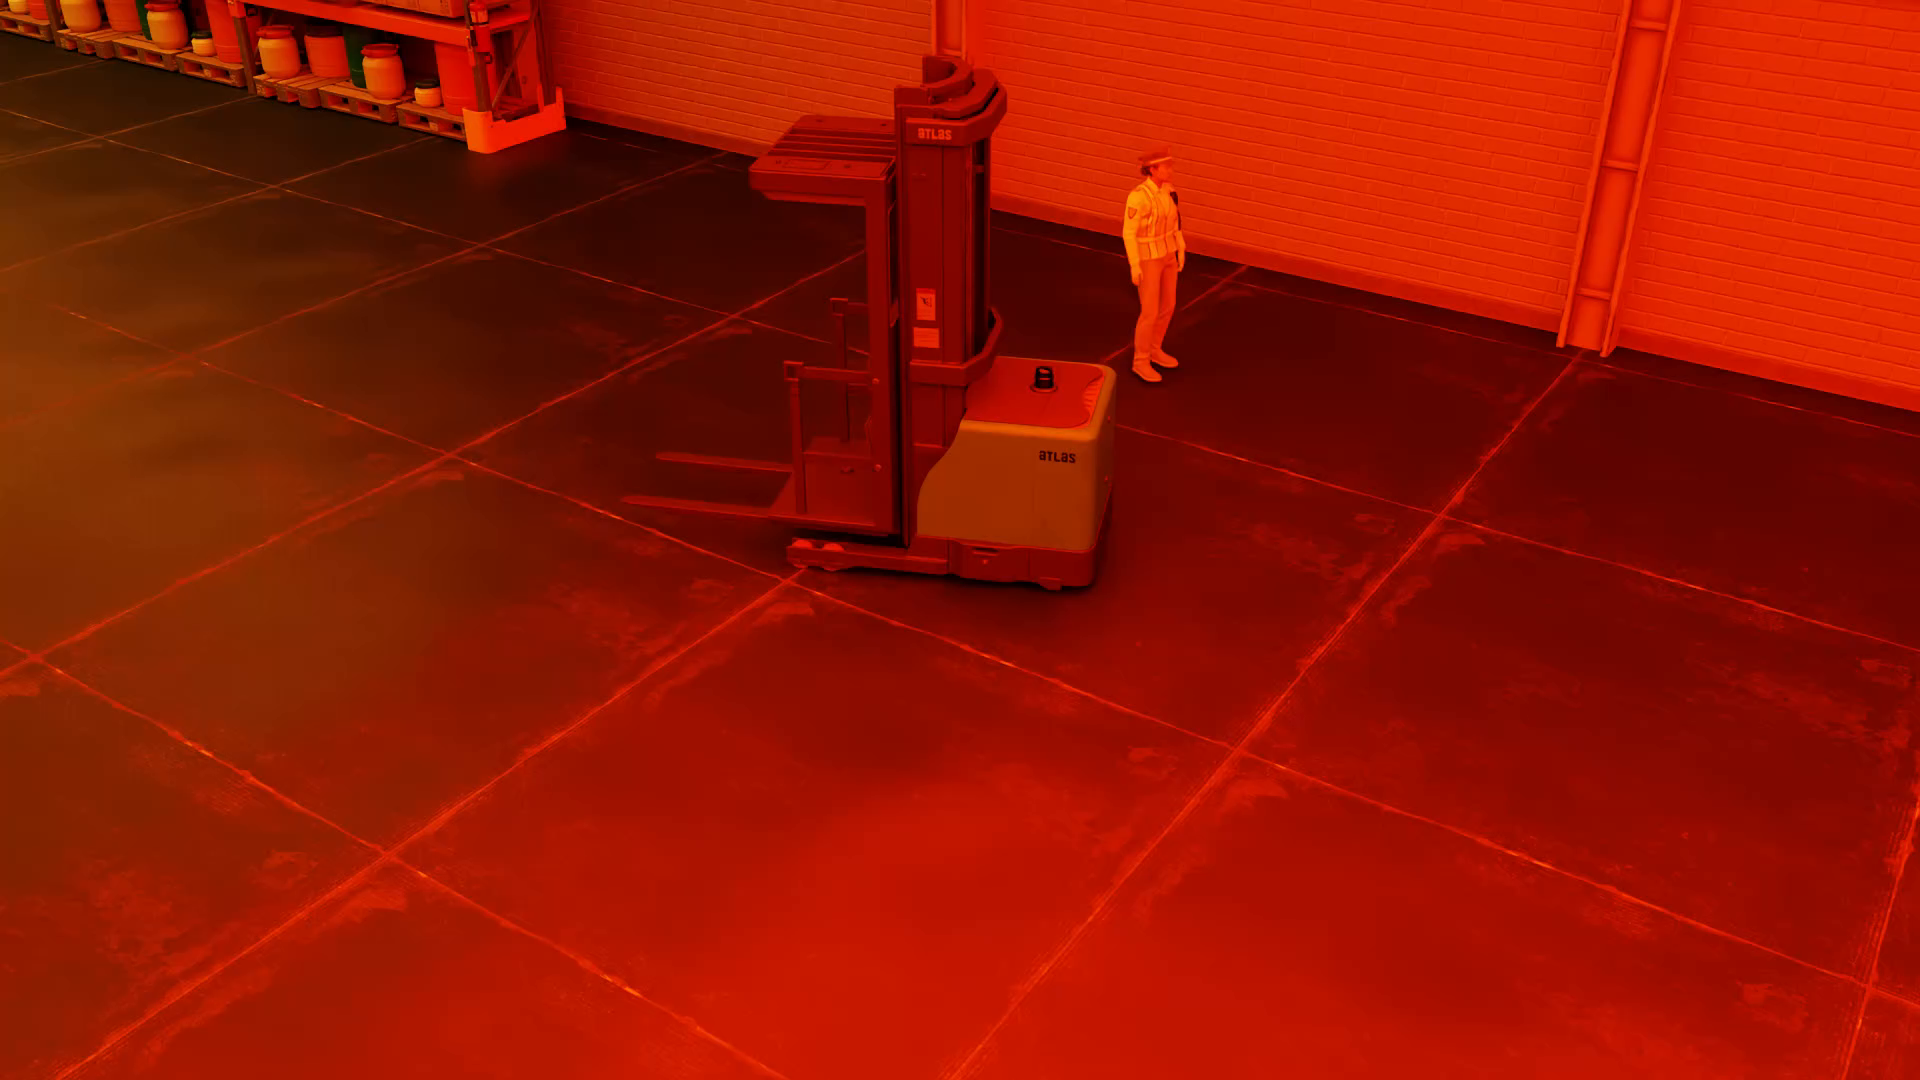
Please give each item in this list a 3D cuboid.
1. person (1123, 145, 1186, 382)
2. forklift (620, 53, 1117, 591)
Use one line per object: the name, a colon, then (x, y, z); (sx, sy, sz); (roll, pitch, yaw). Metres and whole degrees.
person: (1.484, -2.076, 12.318); (0.484, 1.688, 0.597); (26, 39, 37)
forklift: (-0.596, -1.330, 9.871); (3.031, 2.935, 1.130); (6, 31, 10)
